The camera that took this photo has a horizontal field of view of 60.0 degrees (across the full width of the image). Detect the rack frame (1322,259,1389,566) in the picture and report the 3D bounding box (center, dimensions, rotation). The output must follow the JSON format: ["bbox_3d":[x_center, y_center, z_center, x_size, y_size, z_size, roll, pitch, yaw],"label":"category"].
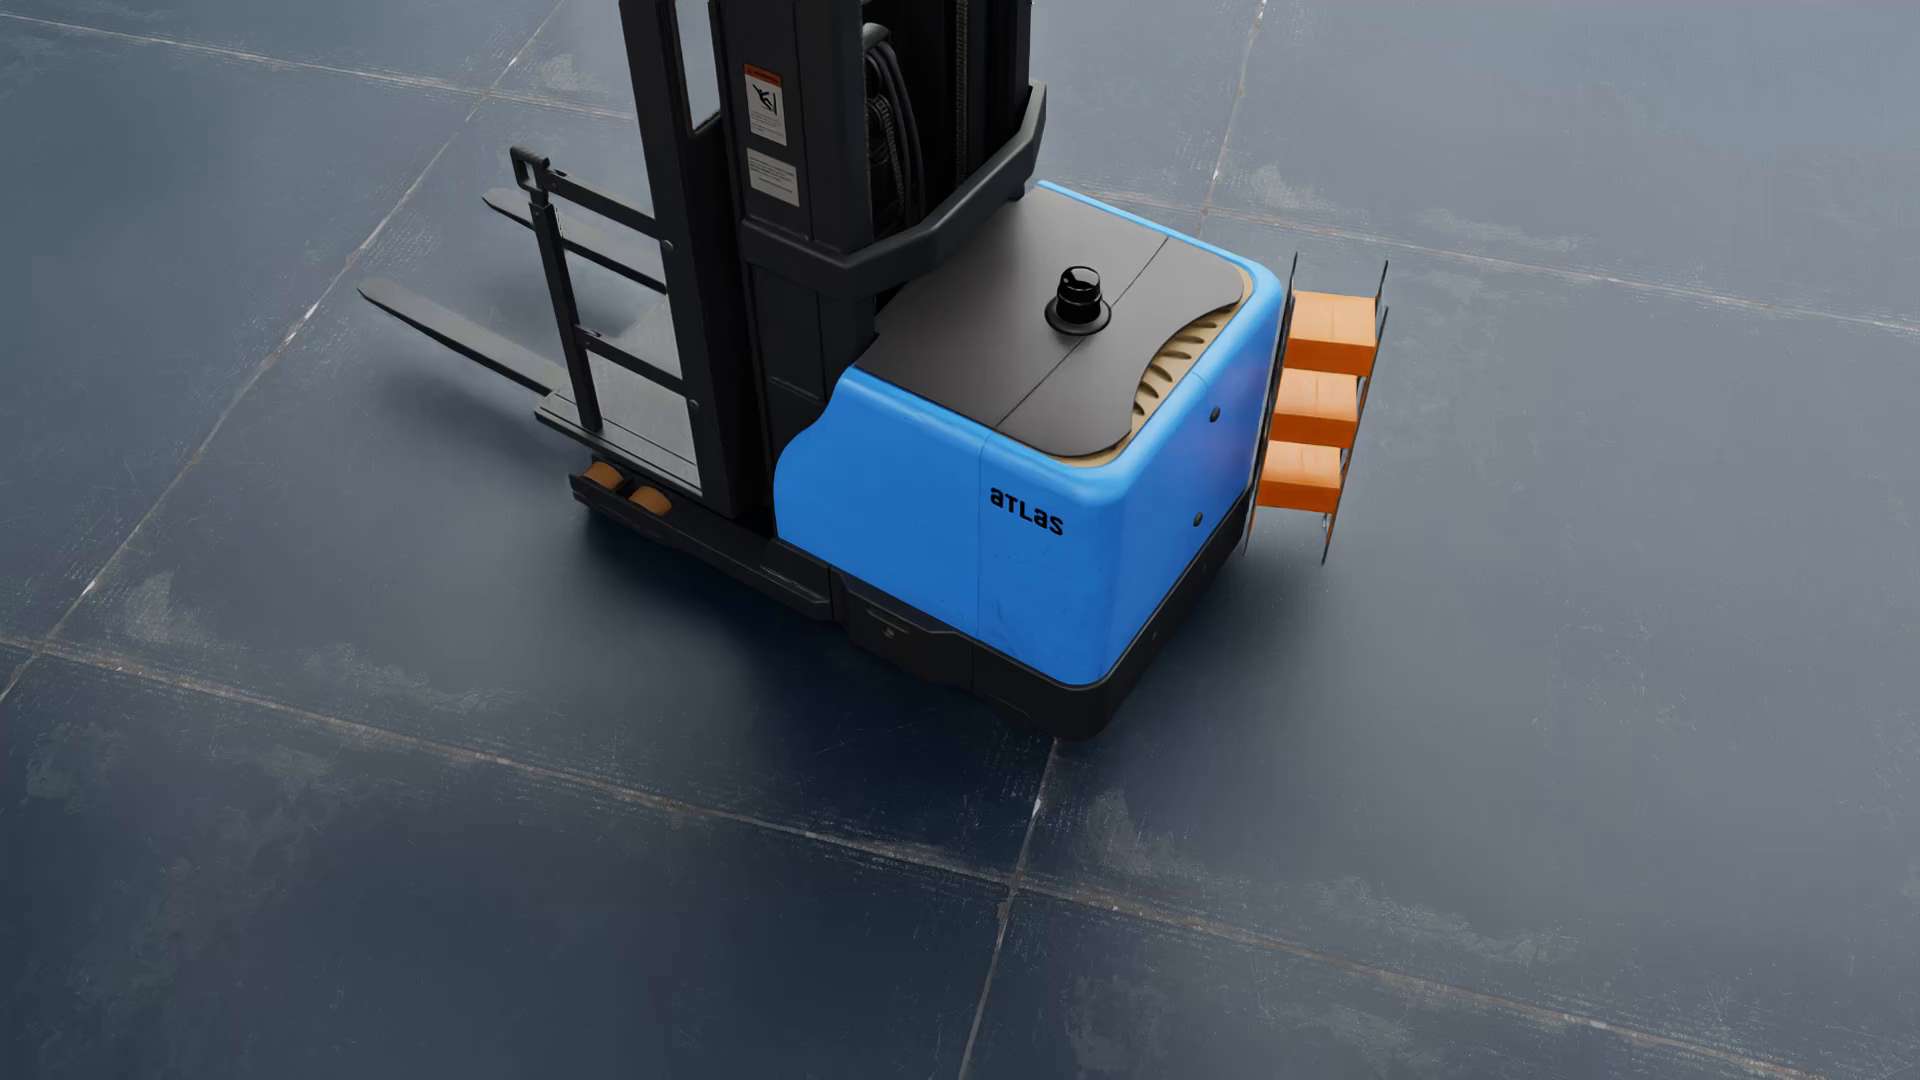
[{"bbox_3d":[1.146,-0.342,4.852,0.008,1.050,0.200,7,49,6],"label":"rack frame"}]

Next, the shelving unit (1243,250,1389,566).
[{"bbox_3d":[1.026,-0.357,4.864,0.252,1.050,0.215,7,49,6],"label":"shelving unit"}]

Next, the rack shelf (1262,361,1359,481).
[{"bbox_3d":[1.026,-0.350,4.872,0.240,0.259,0.215,7,49,6],"label":"rack shelf"}]

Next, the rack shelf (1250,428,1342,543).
[{"bbox_3d":[1.026,-0.166,5.081,0.240,0.259,0.215,7,49,6],"label":"rack shelf"}]

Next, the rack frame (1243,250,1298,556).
[{"bbox_3d":[0.905,-0.371,4.877,0.008,1.050,0.200,7,49,6],"label":"rack frame"}]

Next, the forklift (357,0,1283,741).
[{"bbox_3d":[-0.629,-1.280,4.425,3.031,2.935,1.130,26,54,21],"label":"forklift"}]

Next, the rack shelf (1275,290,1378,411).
[{"bbox_3d":[1.026,-0.537,4.660,0.240,0.259,0.215,7,49,6],"label":"rack shelf"}]
